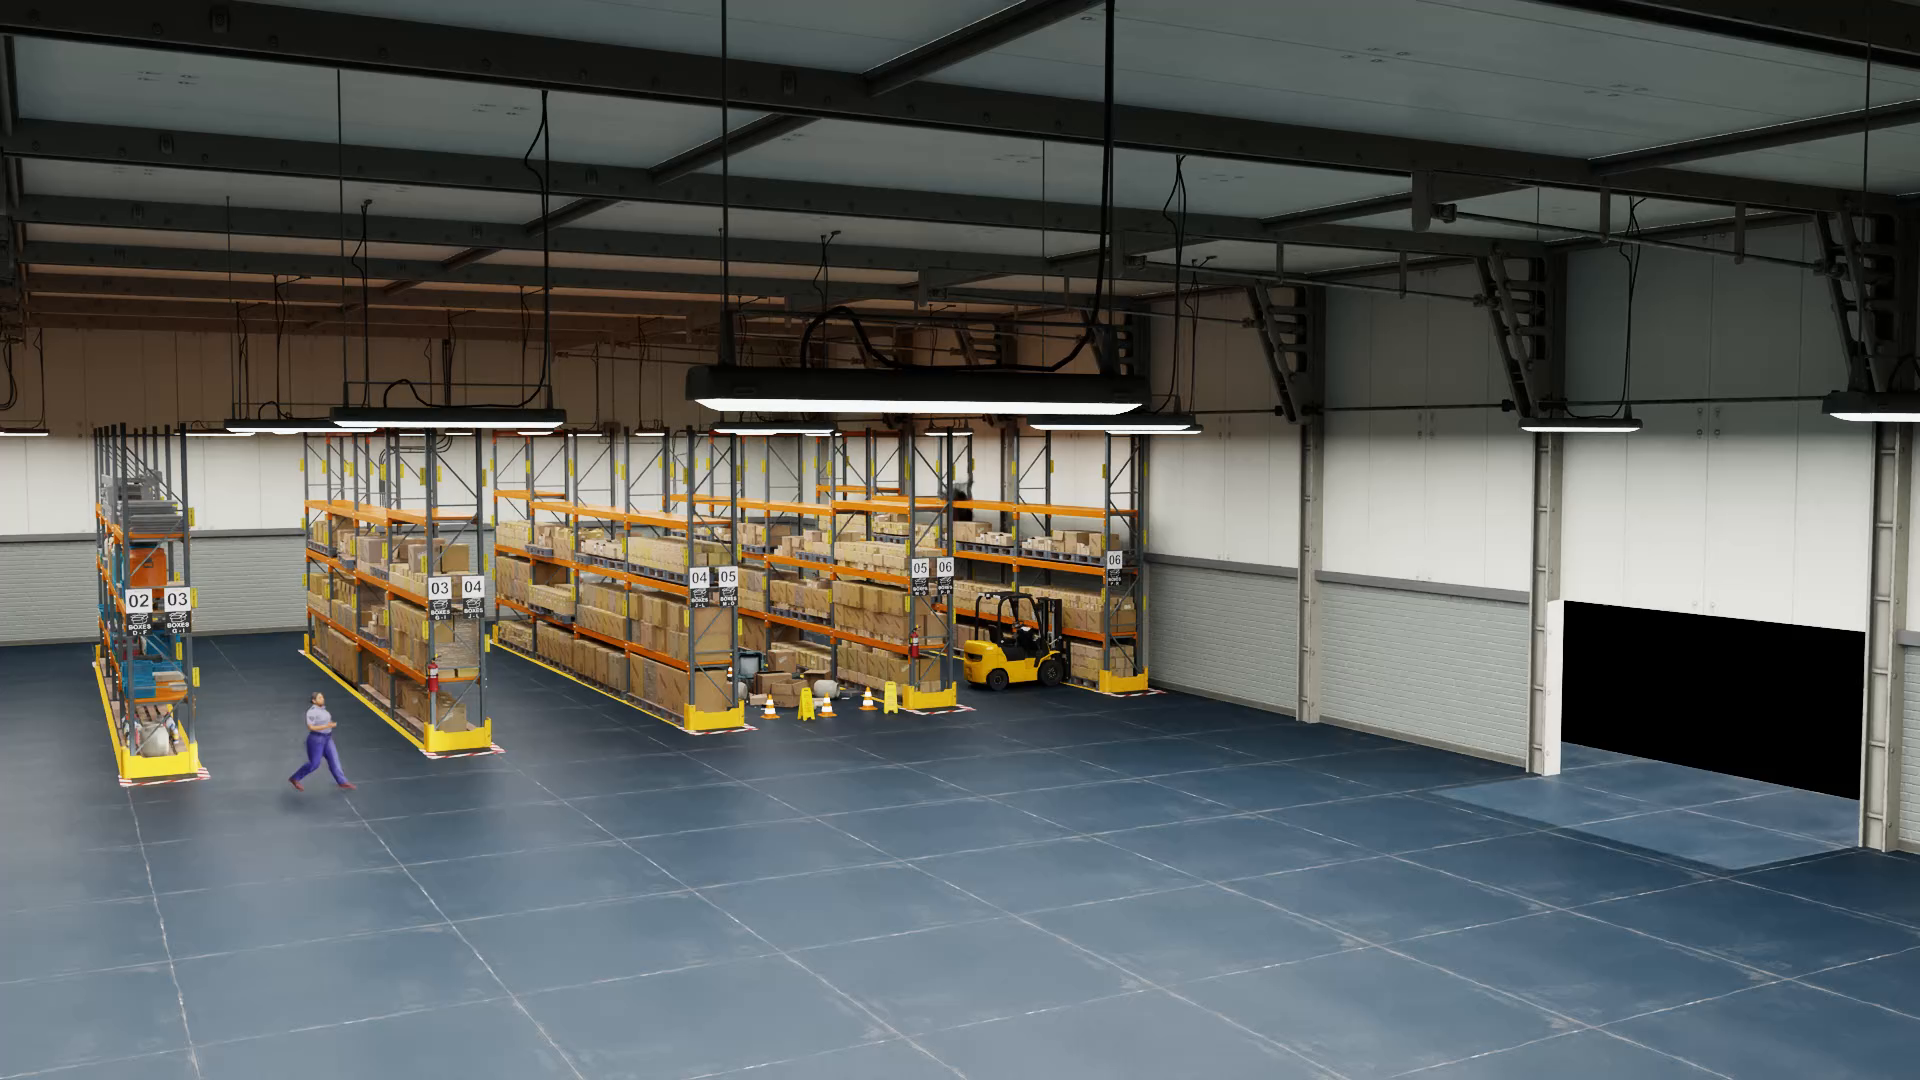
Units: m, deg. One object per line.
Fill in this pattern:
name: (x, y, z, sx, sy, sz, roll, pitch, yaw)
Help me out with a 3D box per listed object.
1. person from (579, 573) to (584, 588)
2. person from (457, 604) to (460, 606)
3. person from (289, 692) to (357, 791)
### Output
person: (-11.345, 1.856, 49.346, 0.598, 1.744, 0.646, -3, 5, -40)
person: (-14.220, 2.145, 46.315, 0.599, 1.582, 0.616, 0, 3, -5)
person: (-10.299, 3.245, 26.898, 0.994, 1.602, 0.613, 0, 3, 6)
